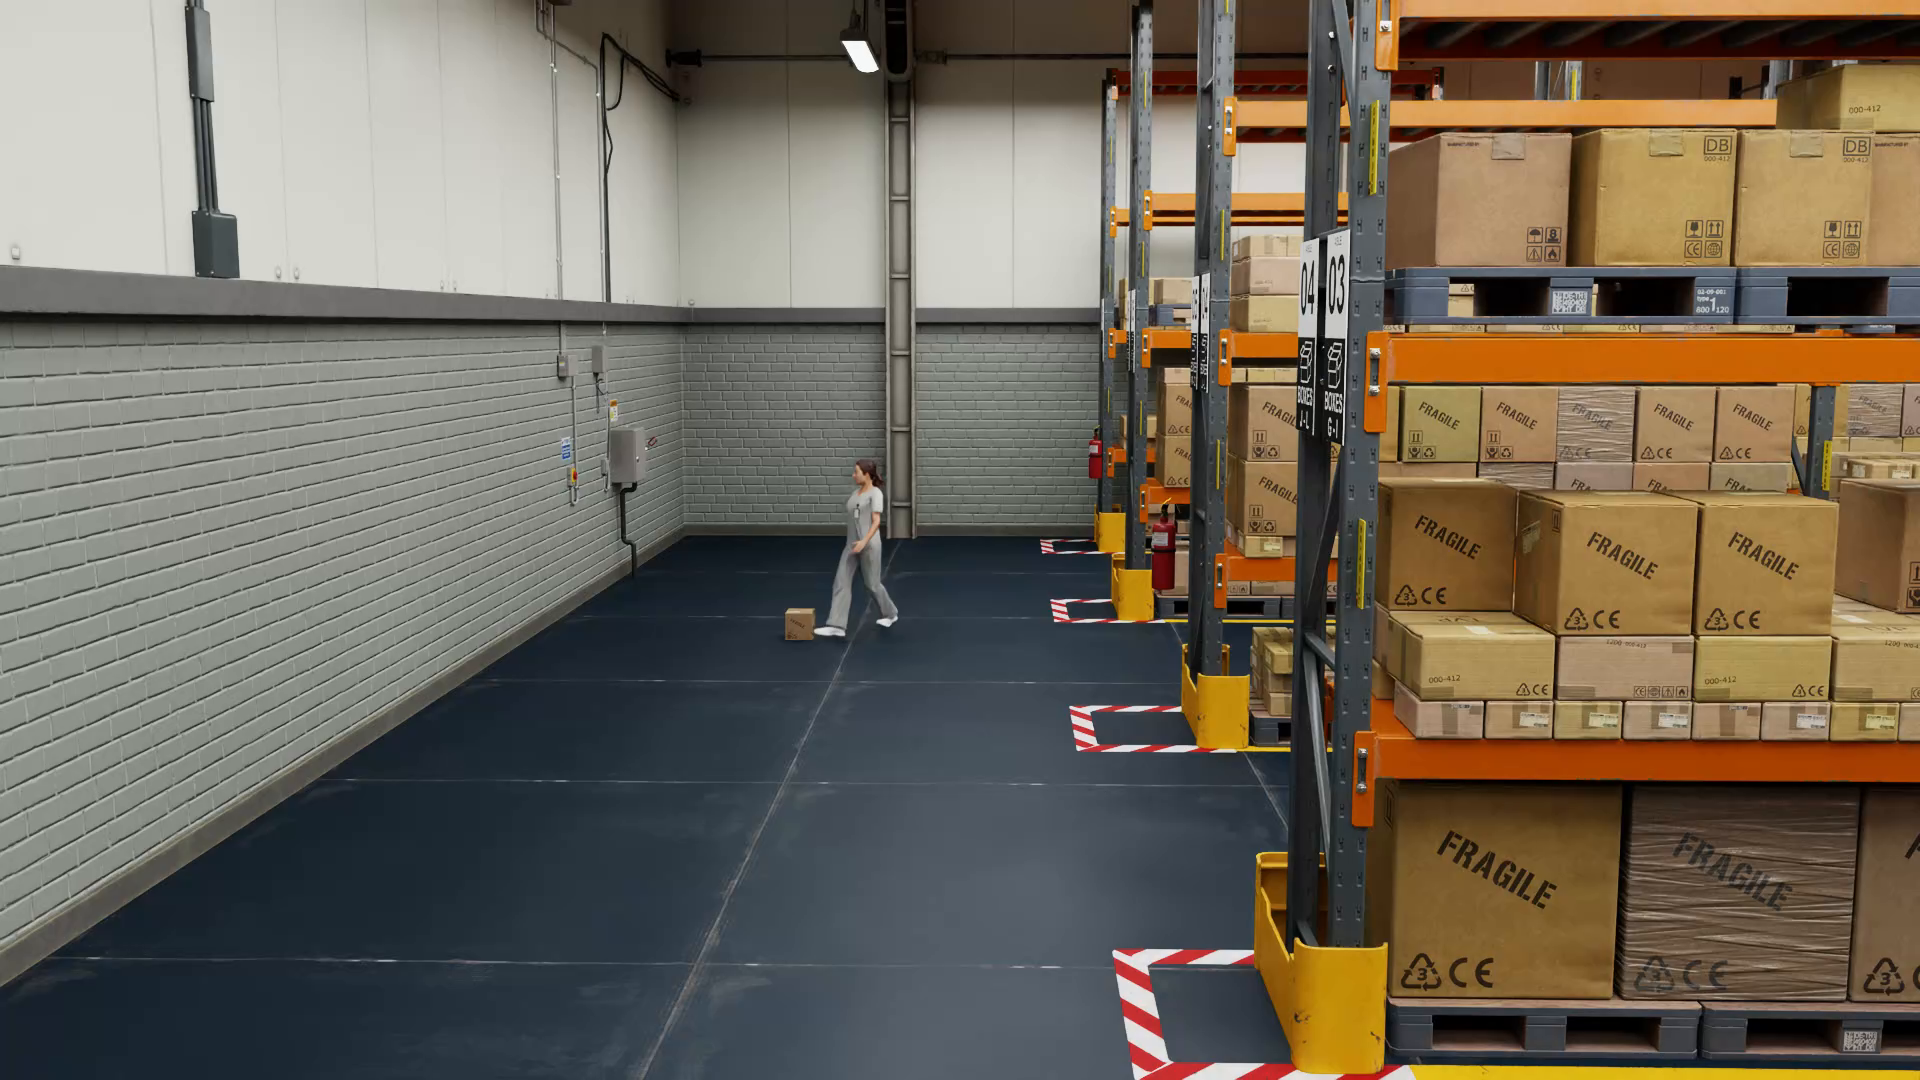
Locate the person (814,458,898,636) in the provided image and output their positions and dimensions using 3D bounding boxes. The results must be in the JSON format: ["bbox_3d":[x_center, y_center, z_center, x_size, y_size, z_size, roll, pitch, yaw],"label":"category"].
[{"bbox_3d":[-0.929,0.065,15.324,0.487,1.621,0.944,7,10,45],"label":"person"}]
